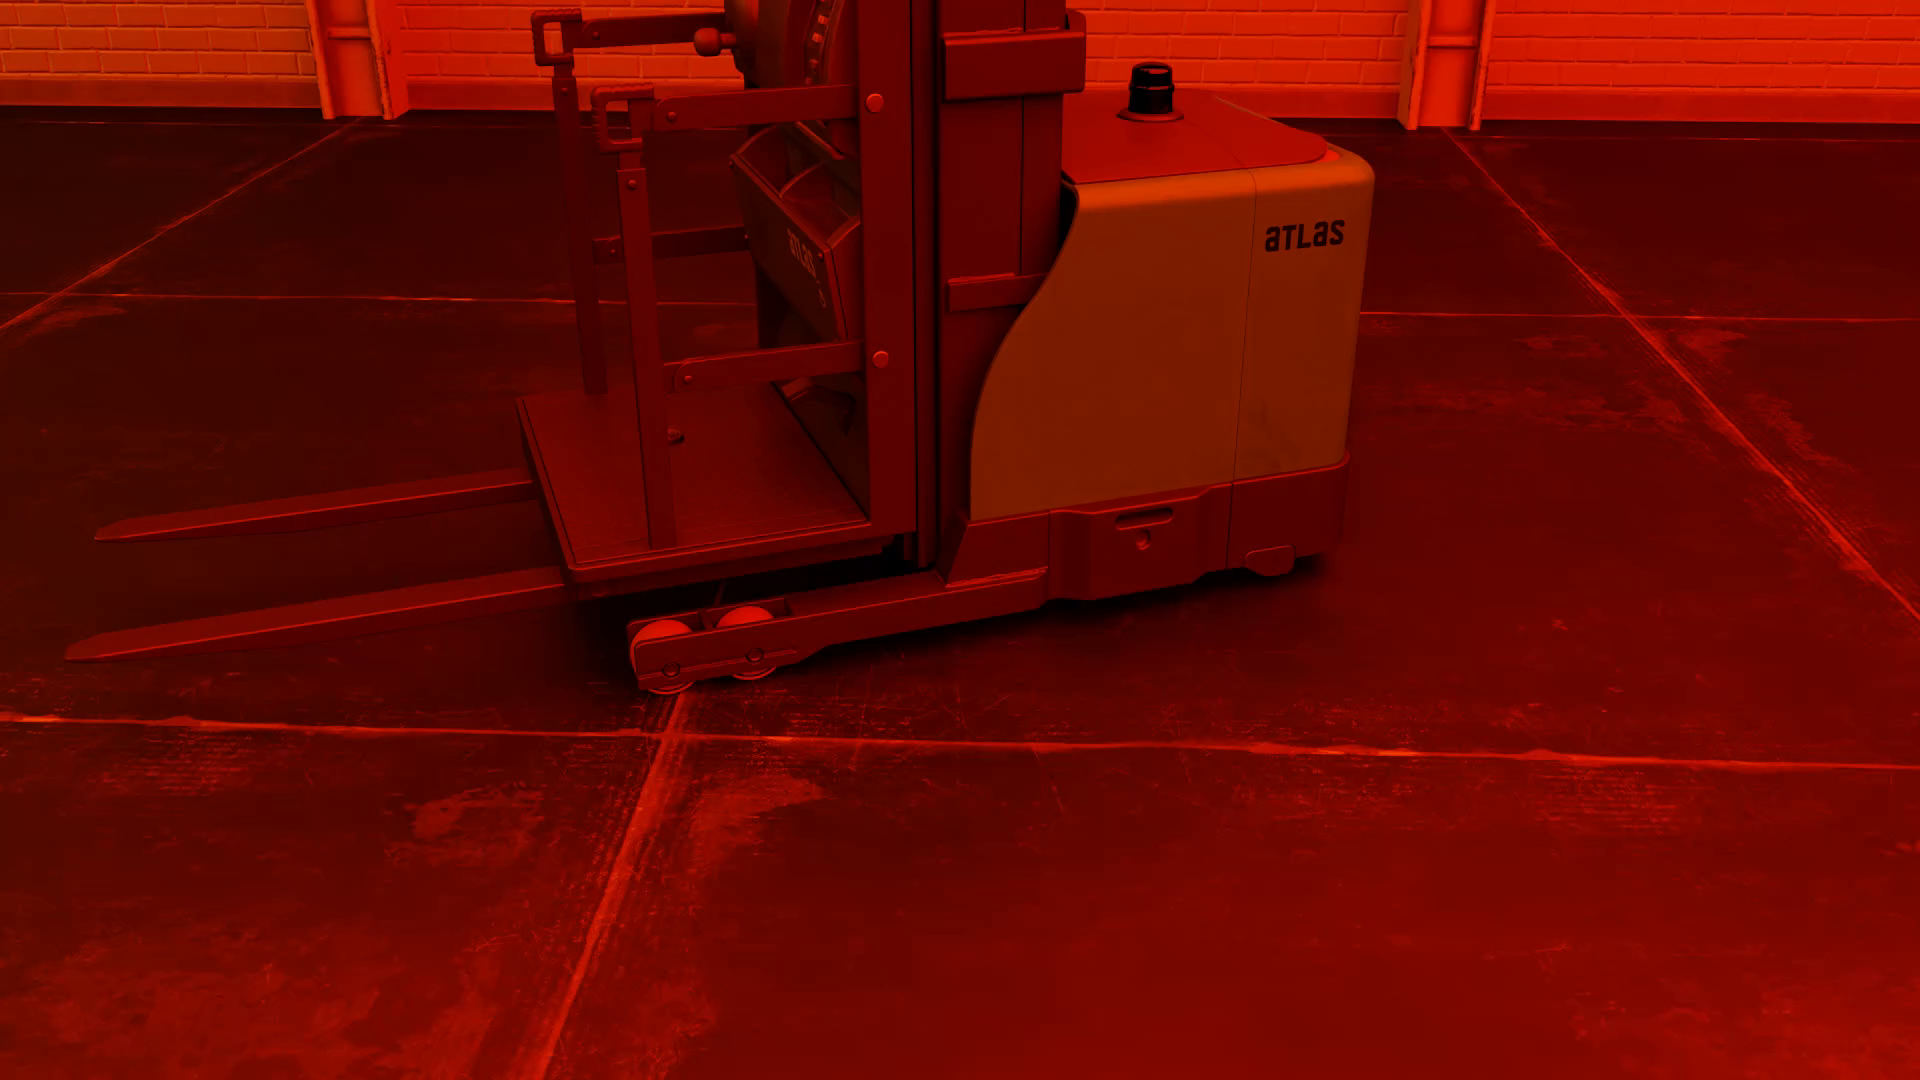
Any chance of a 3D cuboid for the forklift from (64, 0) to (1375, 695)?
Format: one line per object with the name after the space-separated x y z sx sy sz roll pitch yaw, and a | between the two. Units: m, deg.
-0.573 -1.224 3.691 3.031 2.935 1.130 -9 28 -17 | forklift
